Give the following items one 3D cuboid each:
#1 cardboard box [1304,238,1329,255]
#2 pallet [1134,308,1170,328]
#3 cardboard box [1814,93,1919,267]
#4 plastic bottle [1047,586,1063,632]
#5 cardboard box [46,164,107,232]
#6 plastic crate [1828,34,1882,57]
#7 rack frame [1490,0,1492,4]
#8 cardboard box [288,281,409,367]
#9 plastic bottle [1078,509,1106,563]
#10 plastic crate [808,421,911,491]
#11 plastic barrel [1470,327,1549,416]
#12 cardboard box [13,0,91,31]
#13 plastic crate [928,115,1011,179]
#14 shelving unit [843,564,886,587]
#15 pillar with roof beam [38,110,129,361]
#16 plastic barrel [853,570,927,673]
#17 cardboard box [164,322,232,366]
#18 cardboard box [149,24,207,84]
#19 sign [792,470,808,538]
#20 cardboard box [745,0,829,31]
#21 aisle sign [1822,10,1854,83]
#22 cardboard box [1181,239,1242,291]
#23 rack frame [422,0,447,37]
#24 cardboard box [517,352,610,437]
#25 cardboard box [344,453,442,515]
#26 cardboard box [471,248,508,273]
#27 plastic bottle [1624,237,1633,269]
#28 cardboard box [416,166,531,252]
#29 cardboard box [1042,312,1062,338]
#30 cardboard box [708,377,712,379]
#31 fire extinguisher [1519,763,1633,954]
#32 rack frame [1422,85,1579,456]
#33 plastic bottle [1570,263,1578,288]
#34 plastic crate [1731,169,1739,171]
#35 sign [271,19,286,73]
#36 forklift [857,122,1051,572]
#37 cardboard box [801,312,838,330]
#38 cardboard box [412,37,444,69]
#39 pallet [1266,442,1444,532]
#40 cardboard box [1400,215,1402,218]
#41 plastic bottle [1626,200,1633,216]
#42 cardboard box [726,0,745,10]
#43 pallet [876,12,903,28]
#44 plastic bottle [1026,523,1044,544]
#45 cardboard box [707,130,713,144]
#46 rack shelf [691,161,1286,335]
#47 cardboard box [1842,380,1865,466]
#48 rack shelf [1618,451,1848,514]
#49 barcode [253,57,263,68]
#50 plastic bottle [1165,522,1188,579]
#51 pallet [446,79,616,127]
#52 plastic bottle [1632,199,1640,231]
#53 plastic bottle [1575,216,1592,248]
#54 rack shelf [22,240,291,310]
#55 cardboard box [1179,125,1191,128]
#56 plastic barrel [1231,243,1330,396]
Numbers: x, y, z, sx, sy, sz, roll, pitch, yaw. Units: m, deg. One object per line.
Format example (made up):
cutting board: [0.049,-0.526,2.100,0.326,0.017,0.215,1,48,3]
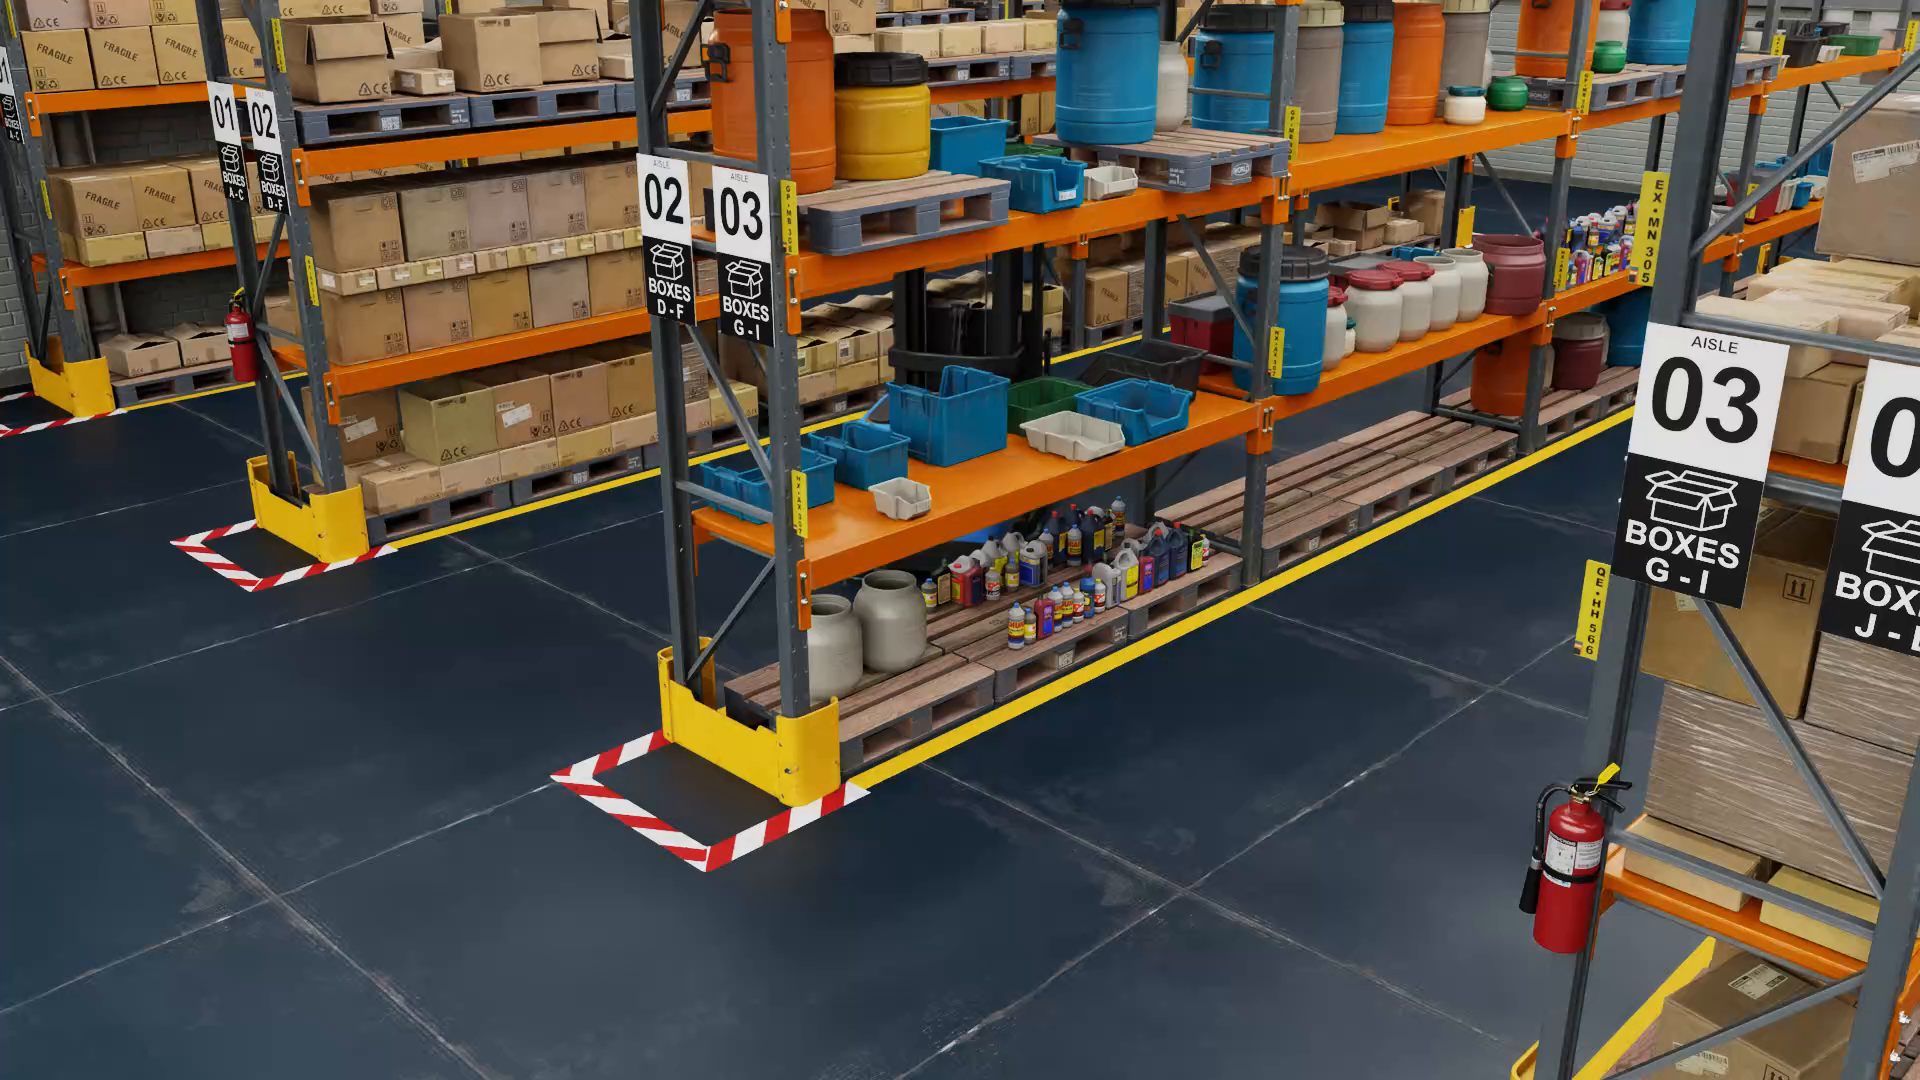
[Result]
cardboard box: [4.116,-3.511,20.163,0.500,0.311,0.500,19,28,41]
pallet: [2.276,-2.672,18.732,1.003,0.211,1.213,19,28,41]
cardboard box: [3.292,-1.223,5.643,0.500,0.500,0.500,19,28,41]
plastic bottle: [0.570,0.410,10.016,0.097,0.271,0.097,0,21,0]
cardboard box: [-8.079,-3.125,15.160,0.500,0.500,0.500,19,28,40]
plastic crate: [9.521,-5.271,17.721,0.450,0.188,0.336,19,28,41]
rack frame: [6.458,-8.336,21.218,1.000,3.000,0.127,19,28,41]
cardboard box: [-4.369,-1.586,11.880,0.700,0.500,0.500,19,28,41]
plastic bottle: [0.876,-0.039,11.074,0.144,0.351,0.185,19,28,41]
plastic crate: [-0.565,-0.481,9.353,0.499,0.251,0.408,19,28,41]
plastic barrel: [4.753,-1.551,14.369,0.600,0.830,0.708,19,28,41]
cardboard box: [-7.812,-4.622,14.178,0.500,0.500,0.500,17,27,37]
plastic crate: [-0.042,-2.140,9.302,0.392,0.384,0.575,19,28,41]
shelving unit: [-0.647,-0.133,11.167,0.258,0.900,0.210,6,22,14]
pillar with roof beam: [-5.302,-4.780,11.969,9.100,9.000,0.400,19,28,41]
plastic barrel: [-0.403,0.466,9.562,0.421,0.512,0.421,0,21,0]
cardboard box: [-7.310,-1.913,16.006,0.500,0.311,0.500,-17,27,-38]
cardboard box: [-7.083,-4.404,15.004,0.500,0.500,0.500,-19,28,-40]
sign: [-0.766,-0.172,7.956,0.100,0.325,0.005,19,28,41]
cardboard box: [-1.454,-4.475,13.935,0.500,0.500,0.500,20,29,41]
aisle sign: [9.842,-5.601,18.842,0.394,0.787,0.004,19,28,41]
cardboard box: [2.828,-3.093,18.812,0.500,0.500,0.500,20,29,41]
rack frame: [-5.465,-6.490,16.416,1.000,3.000,0.127,19,28,41]
cardboard box: [-3.122,-1.152,13.093,0.500,0.500,0.500,19,28,41]
cardboard box: [-4.170,-0.417,12.226,0.500,0.250,0.500,19,28,41]
cardboard box: [-3.556,-2.085,12.274,0.380,0.149,0.250,18,27,39]
plastic bottle: [5.864,-2.528,14.651,0.097,0.271,0.097,0,21,0]
cardboard box: [-3.618,-2.471,12.376,0.700,0.500,0.500,19,28,41]
cardboard box: [0.685,-2.195,16.852,0.500,0.250,0.500,-19,28,-41]
cardboard box: [-2.454,-1.320,14.575,0.500,0.250,0.500,19,28,41]
fire extinguisher: [1.982,1.008,5.379,0.296,0.674,0.183,19,28,41]
rack frame: [4.424,-2.238,13.717,1.000,3.000,0.127,19,28,41]
plastic bottle: [5.126,-2.224,13.956,0.097,0.201,0.097,0,21,0]
plastic crate: [8.678,-3.925,18.255,0.416,0.233,0.300,19,28,41]
sign: [-4.310,-3.127,10.520,0.100,0.325,0.005,19,28,41]
forklift: [0.113,-1.616,12.194,1.130,2.935,3.031,5,22,13]
cardboard box: [-1.477,-1.936,15.396,0.500,0.311,0.500,-19,28,-41]
cardboard box: [-3.701,-3.547,12.285,0.500,0.311,0.500,-16,26,-36]
pallet: [3.005,-0.435,12.912,1.003,0.211,1.213,19,28,41]
cardboard box: [5.746,-4.332,22.501,0.380,0.166,0.250,19,28,41]
plastic bottle: [6.560,-3.190,16.356,0.061,0.283,0.133,19,28,41]
cardboard box: [-2.384,-6.506,19.888,0.700,0.500,0.500,17,27,37]
pallet: [-1.485,-6.497,20.878,1.213,0.211,1.003,-19,28,-40]
plastic bottle: [0.496,0.037,10.971,0.133,0.283,0.061,-19,28,-40]
cardboard box: [-2.995,-4.846,19.750,0.700,0.500,0.500,15,26,35]
rack shelf: [0.238,-1.760,9.295,1.077,0.370,4.000,19,28,41]
cardboard box: [2.913,-0.331,4.784,0.500,0.250,0.500,-19,28,-40]
rack shelf: [3.787,-0.520,6.070,1.077,0.370,4.000,19,28,41]
barcode: [-4.838,-3.292,11.468,0.001,0.075,0.075,19,28,41]
plastic bottle: [1.391,0.059,10.819,0.144,0.351,0.185,18,28,39]
pallet: [-3.340,-3.272,12.348,1.003,0.211,1.213,19,28,41]
plastic bottle: [6.708,-3.224,16.349,0.144,0.351,0.185,19,28,41]
plastic bottle: [5.811,-2.887,15.578,0.152,0.276,0.135,19,28,41]
rack shelf: [-6.860,-2.840,16.284,1.077,0.370,4.000,19,28,41]
cardboard box: [2.480,-4.280,18.305,0.700,0.500,0.500,12,24,27]
plastic barrel: [2.120,-1.467,11.013,0.600,0.901,0.708,19,28,41]
